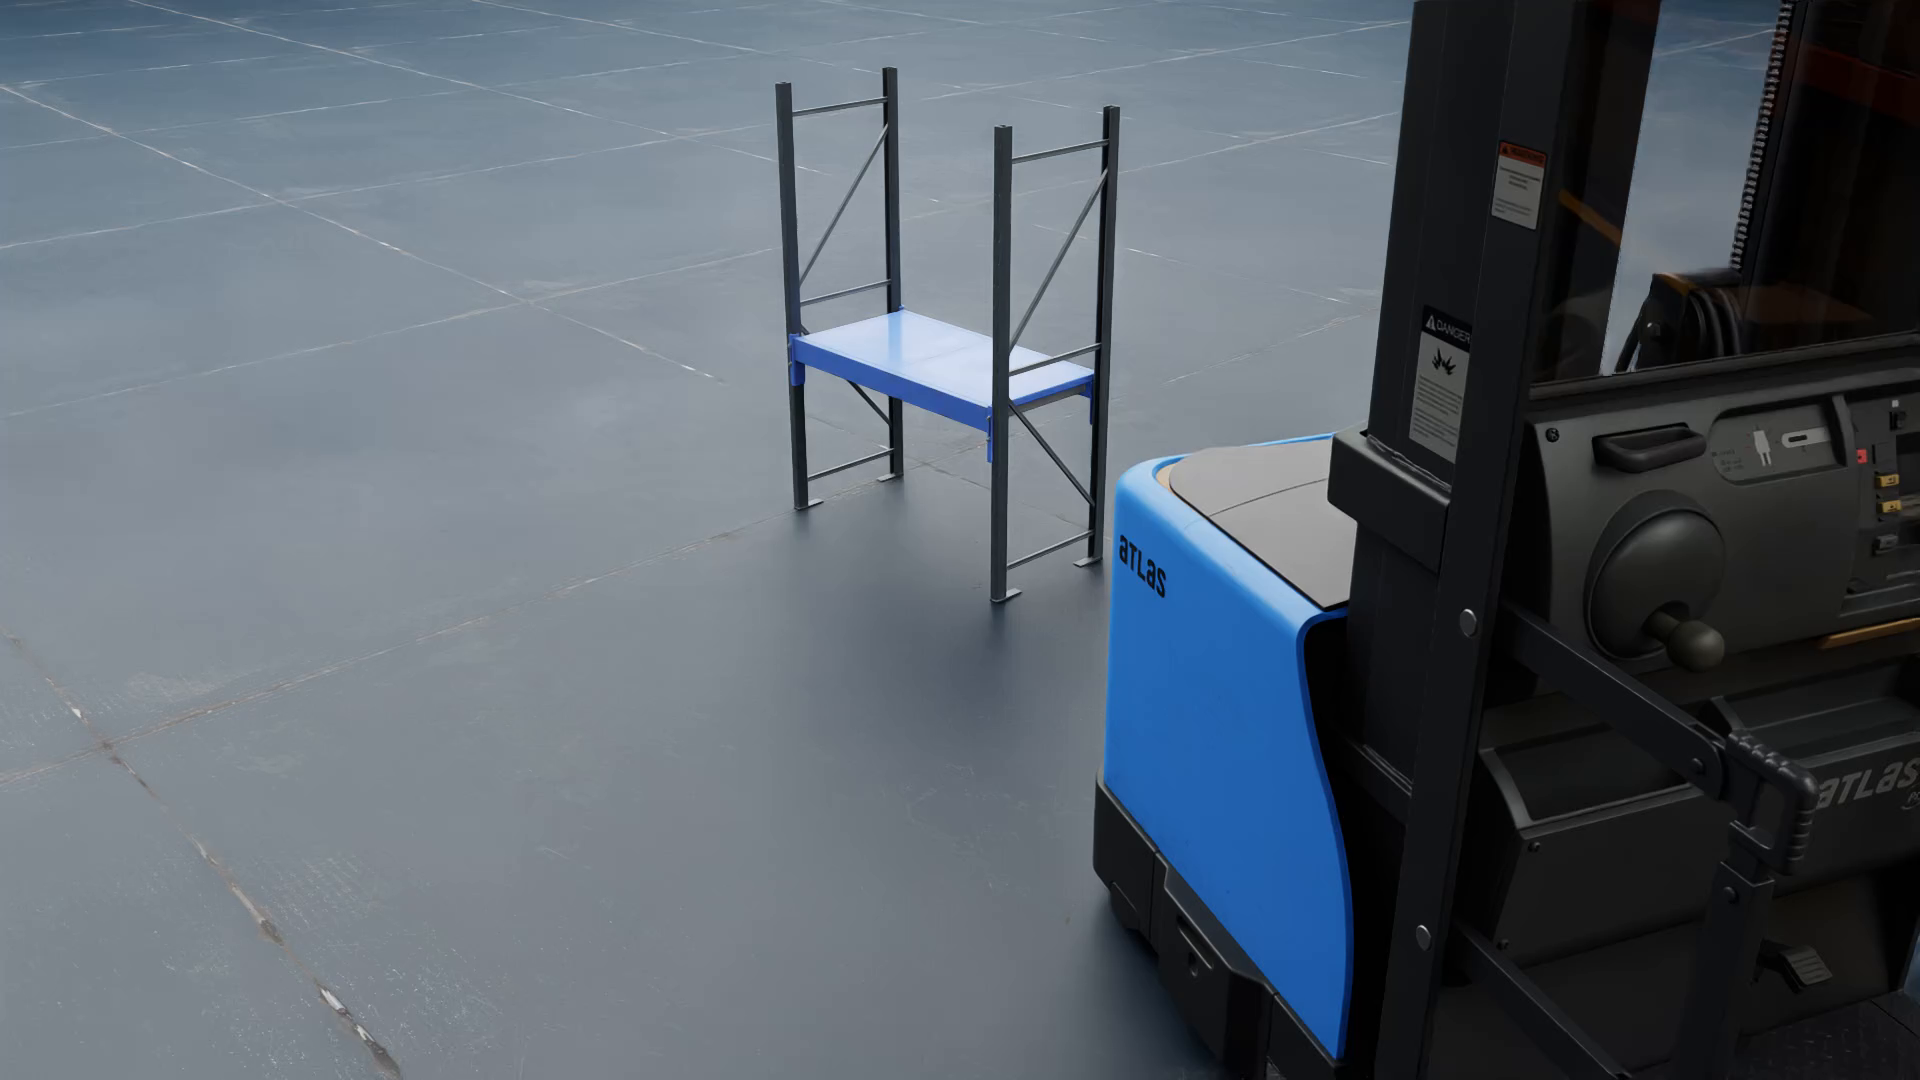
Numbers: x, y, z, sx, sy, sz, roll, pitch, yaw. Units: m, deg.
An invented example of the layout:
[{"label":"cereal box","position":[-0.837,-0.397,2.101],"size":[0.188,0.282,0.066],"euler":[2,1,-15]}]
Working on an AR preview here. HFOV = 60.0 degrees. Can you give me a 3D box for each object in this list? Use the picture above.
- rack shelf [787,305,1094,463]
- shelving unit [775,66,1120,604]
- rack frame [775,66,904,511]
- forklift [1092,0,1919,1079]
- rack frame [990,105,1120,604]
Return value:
[{"label":"rack shelf","position":[-0.058,-0.545,5.570],"size":[0.538,0.185,1.000],"euler":[-21,32,-38]},{"label":"shelving unit","position":[-0.058,-0.708,5.495],"size":[0.538,1.500,1.048],"euler":[-21,32,-38]},{"label":"rack frame","position":[-0.406,-0.862,5.833],"size":[0.500,1.500,0.032],"euler":[-21,32,-38]},{"label":"forklift","position":[1.309,-0.021,2.265],"size":[1.130,2.935,3.031],"euler":[-9,26,-19]},{"label":"rack frame","position":[0.289,-0.554,5.158],"size":[0.500,1.500,0.032],"euler":[-21,32,-38]}]
